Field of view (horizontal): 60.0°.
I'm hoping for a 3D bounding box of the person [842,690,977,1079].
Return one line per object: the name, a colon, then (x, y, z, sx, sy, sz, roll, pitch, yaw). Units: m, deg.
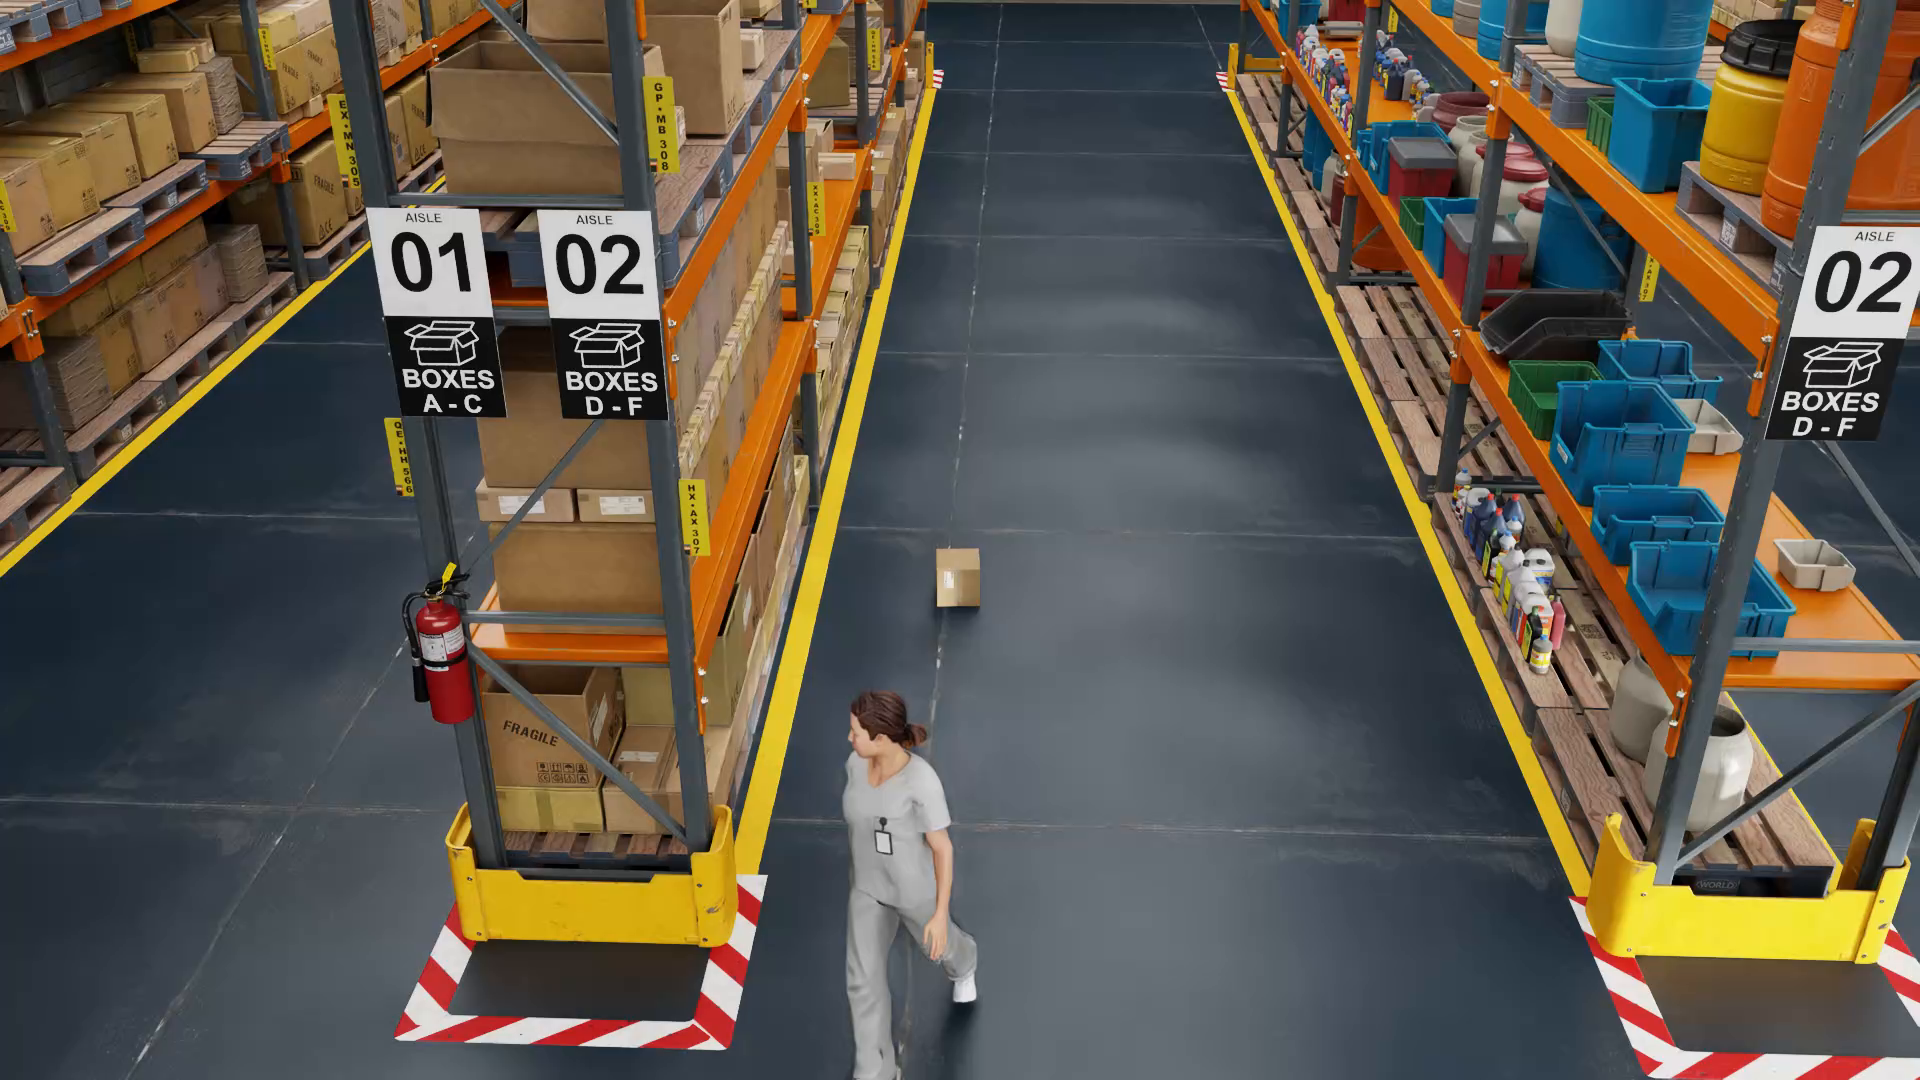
person: (-0.205, 1.291, 6.210, 0.539, 1.627, 0.989, 12, 30, 22)
